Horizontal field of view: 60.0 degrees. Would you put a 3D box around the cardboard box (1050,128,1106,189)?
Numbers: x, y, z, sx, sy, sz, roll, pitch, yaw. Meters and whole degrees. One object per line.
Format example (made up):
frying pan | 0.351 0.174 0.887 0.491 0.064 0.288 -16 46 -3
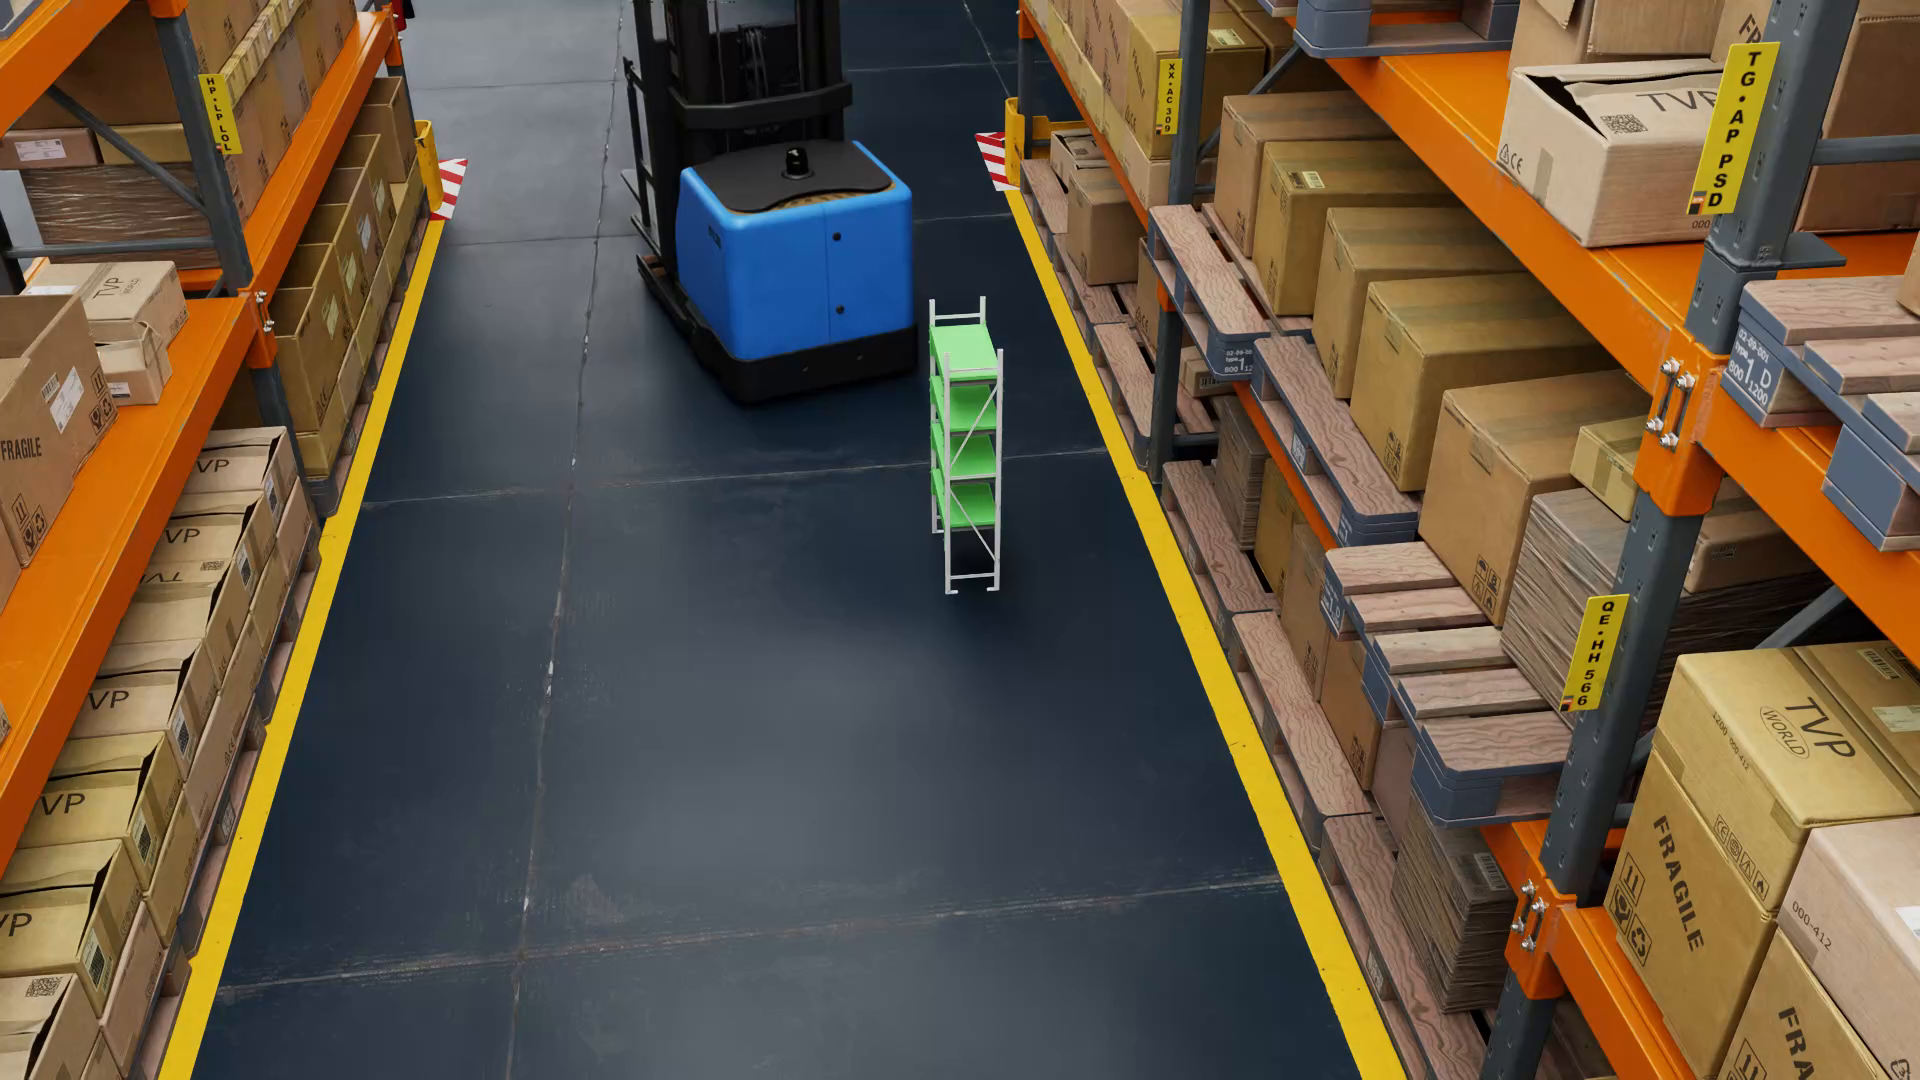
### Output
cardboard box | 0.896 -2.485 10.729 0.500 0.311 0.500 -8 35 -12

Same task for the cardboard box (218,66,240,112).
cardboard box | -3.393 -1.956 7.291 0.380 0.149 0.250 -5 35 -8

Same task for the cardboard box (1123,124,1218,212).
cardboard box | 1.066 -1.763 7.788 0.500 0.250 0.500 -4 35 -6

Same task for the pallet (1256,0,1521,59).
pallet | 1.550 -1.806 5.239 1.213 0.211 1.003 -4 35 -6

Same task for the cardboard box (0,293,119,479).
cardboard box | -3.320 -0.515 5.754 0.500 0.500 0.500 -2 34 -3

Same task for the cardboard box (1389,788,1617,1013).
cardboard box | 1.819 1.111 5.286 0.700 0.500 0.500 -4 34 -6

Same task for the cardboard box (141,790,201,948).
cardboard box | -2.864 1.113 5.522 0.500 0.250 0.500 -5 35 -8

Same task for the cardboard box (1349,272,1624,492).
cardboard box | 1.705 -0.521 5.371 0.700 0.500 0.500 -4 35 -6

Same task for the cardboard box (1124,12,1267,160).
cardboard box | 1.060 -2.071 7.575 0.500 0.500 0.500 -4 35 -6

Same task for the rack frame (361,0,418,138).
rack frame | -4.016 -3.430 10.119 1.000 3.000 0.127 -4 35 -6

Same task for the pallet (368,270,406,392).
pallet | -3.711 -1.175 9.286 1.003 0.211 1.213 -4 35 -6

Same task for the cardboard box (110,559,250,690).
cardboard box | -2.999 0.306 6.208 0.500 0.311 0.500 -4 35 -7

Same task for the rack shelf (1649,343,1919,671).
rack shelf | 2.237 0.831 1.842 1.077 0.370 4.000 -4 35 -6

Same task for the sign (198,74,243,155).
sign | -2.942 -1.690 6.608 0.100 0.325 0.005 -4 35 -6

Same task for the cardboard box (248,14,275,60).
cardboard box | -3.500 -2.390 7.929 0.380 0.149 0.250 -5 35 -8

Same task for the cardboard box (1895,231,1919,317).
cardboard box | 2.089 -0.544 2.742 0.700 0.500 0.500 -7 35 -10

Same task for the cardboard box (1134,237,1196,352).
cardboard box | 1.251 -1.300 8.823 0.500 0.500 0.500 -7 35 -10

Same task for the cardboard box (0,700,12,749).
cardboard box | -2.869 0.558 4.347 0.500 0.311 0.500 -5 35 -7

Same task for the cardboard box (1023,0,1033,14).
cardboard box | 0.643 -3.457 10.274 0.500 0.250 0.500 -5 35 -8

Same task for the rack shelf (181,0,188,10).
rack shelf | -3.747 -3.256 7.839 1.077 0.370 4.000 -4 35 -6

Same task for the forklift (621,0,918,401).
forklift | -1.293 -2.753 9.188 1.130 2.935 3.031 -14 37 -20

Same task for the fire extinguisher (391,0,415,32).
fire extinguisher | -3.572 -3.499 10.289 0.296 0.674 0.183 -4 35 -6

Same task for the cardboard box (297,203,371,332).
cardboard box | -3.365 -1.385 8.522 0.500 0.500 0.500 -4 35 -6

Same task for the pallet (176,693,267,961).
pallet | -3.173 1.045 6.029 1.003 0.211 1.213 -4 35 -6

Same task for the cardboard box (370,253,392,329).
cardboard box | -3.438 -1.354 9.142 0.500 0.250 0.500 -4 35 -6

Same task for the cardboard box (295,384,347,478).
cardboard box | -3.240 -0.517 7.913 0.500 0.250 0.500 -4 35 -6

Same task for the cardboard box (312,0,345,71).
cardboard box | -3.891 -2.917 9.278 0.700 0.500 0.500 -4 34 -5

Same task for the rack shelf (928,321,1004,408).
rack shelf | 0.022 -0.747 7.042 0.258 0.148 0.480 -4 35 -6

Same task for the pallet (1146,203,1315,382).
pallet | 1.389 -1.058 6.809 1.003 0.211 1.213 -4 35 -6

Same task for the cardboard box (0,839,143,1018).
cardboard box | -2.799 1.159 4.957 0.500 0.311 0.500 -5 35 -8

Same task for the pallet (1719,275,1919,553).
pallet | 2.107 -0.149 2.809 1.213 0.211 1.003 -3 34 -4

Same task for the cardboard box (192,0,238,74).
cardboard box | -3.613 -2.304 7.227 0.700 0.500 0.500 -4 35 -6

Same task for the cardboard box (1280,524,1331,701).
cardboard box | 1.693 0.258 6.537 0.700 0.500 0.500 -4 34 -6

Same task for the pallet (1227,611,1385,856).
pallet | 1.704 0.694 6.544 1.003 0.211 1.213 -4 35 -6

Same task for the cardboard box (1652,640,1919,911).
cardboard box | 1.777 0.464 3.369 0.500 0.250 0.500 -4 34 -5

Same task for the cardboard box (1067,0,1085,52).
cardboard box | 0.859 -2.921 8.823 0.500 0.500 0.500 -3 34 -5

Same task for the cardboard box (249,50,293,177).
cardboard box | -3.685 -2.060 8.021 0.700 0.500 0.500 -4 34 -6

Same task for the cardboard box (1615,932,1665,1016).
cardboard box | 1.783 0.954 3.892 0.380 0.149 0.250 -5 35 -7

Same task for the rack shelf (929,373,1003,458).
rack shelf | 0.022 -0.549 7.177 0.258 0.148 0.480 -4 35 -6

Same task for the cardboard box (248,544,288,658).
cardboard box | -3.069 0.257 6.778 0.500 0.250 0.500 -5 35 -7

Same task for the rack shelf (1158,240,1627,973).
rack shelf | 1.699 -0.162 5.962 1.077 0.370 4.000 -4 35 -6

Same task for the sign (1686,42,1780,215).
sign | 1.430 -0.756 3.073 0.100 0.325 0.005 -4 35 -6

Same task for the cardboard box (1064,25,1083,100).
cardboard box | 0.855 -2.601 9.019 0.500 0.250 0.500 -4 34 -6

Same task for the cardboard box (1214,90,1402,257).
cardboard box | 1.465 -1.511 6.825 0.700 0.500 0.500 -4 35 -6

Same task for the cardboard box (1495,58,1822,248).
cardboard box | 1.604 -0.935 3.856 0.500 0.311 0.500 -4 35 -6

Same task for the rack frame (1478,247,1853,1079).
rack frame | 1.968 0.657 4.122 1.000 3.000 0.127 -4 35 -6

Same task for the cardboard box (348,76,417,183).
cardboard box | -3.649 -2.500 10.158 0.500 0.500 0.500 -4 35 -6

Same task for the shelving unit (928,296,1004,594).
shelving unit | 0.022 -0.403 7.277 0.258 1.200 0.503 -4 35 -6

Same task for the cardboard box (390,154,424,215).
cardboard box | -3.651 -2.190 10.369 0.500 0.250 0.500 -4 35 -6

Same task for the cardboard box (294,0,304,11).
cardboard box | -3.600 -2.818 8.557 0.380 0.149 0.250 -3 34 -5
